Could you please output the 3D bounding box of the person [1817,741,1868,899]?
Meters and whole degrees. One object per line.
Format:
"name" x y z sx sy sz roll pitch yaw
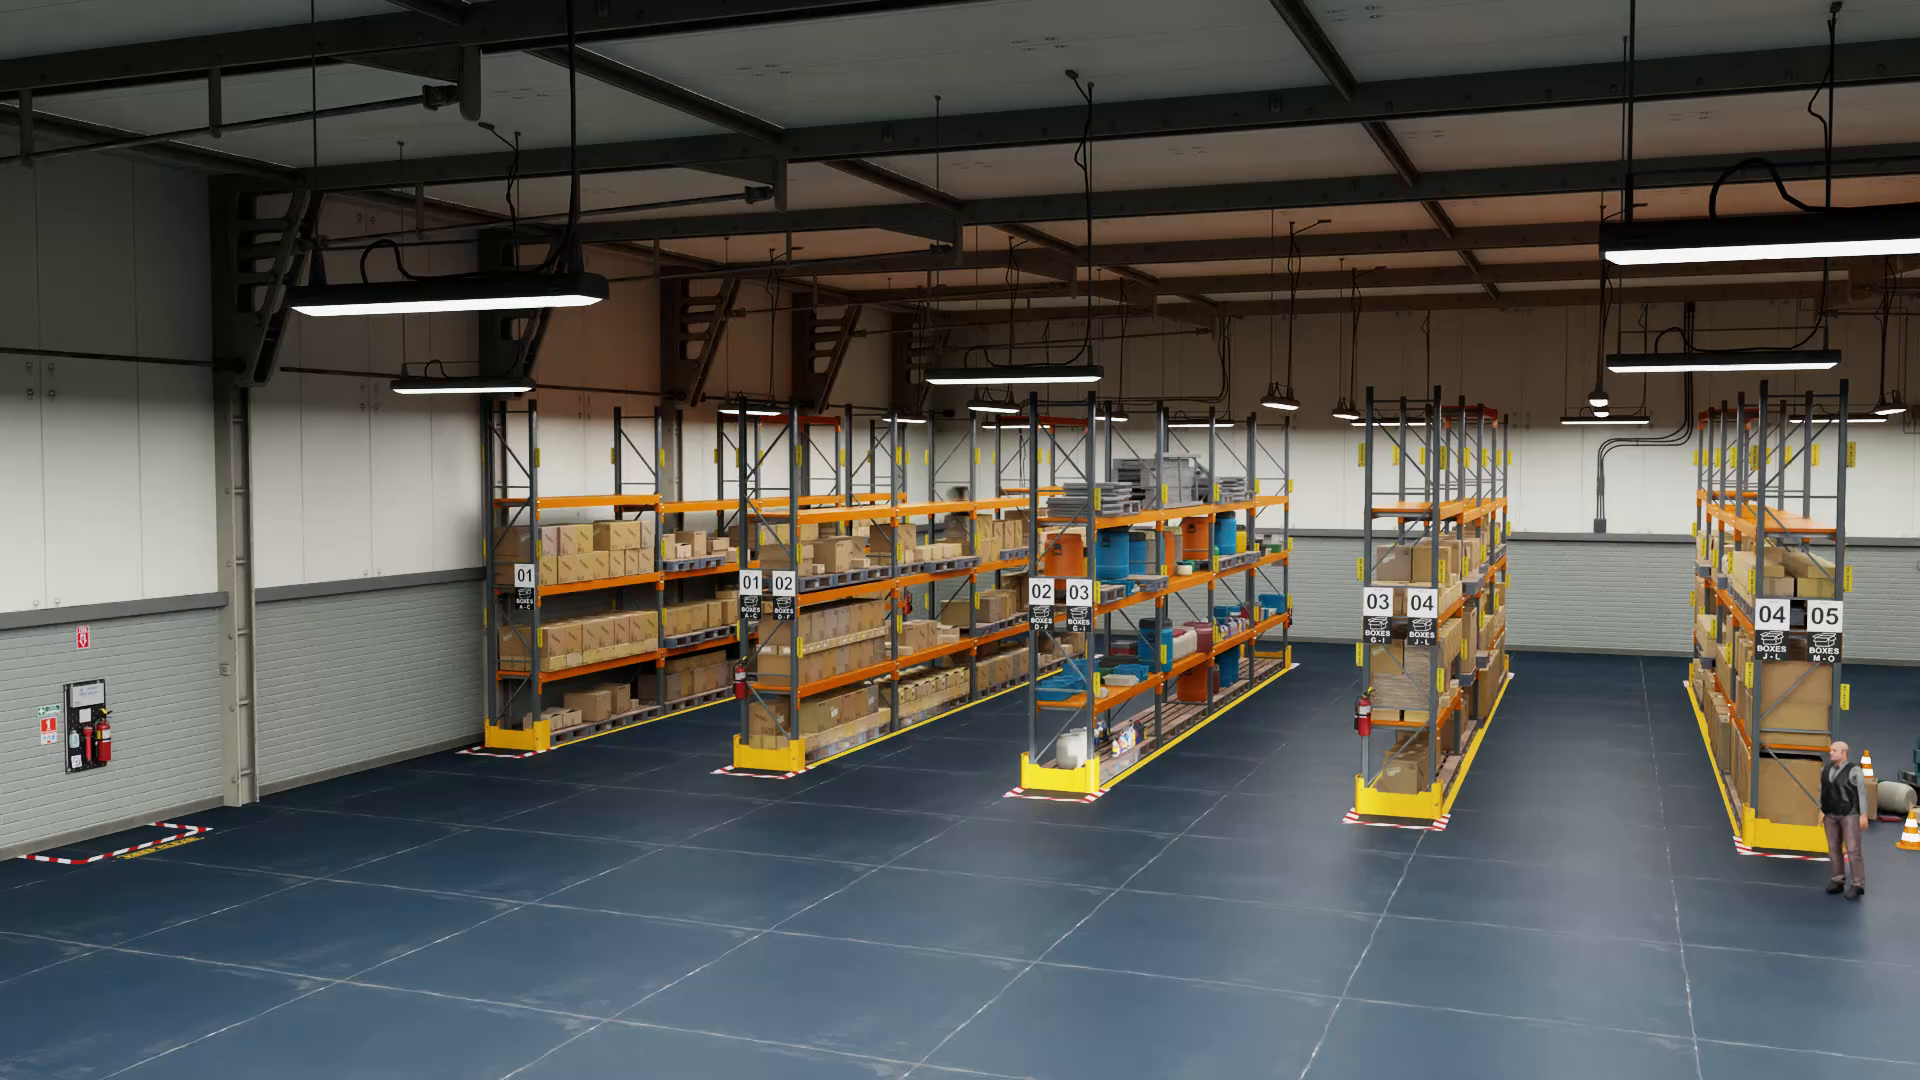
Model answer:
"person" 10.125 3.197 19.129 0.449 1.729 0.627 -2 3 -28
